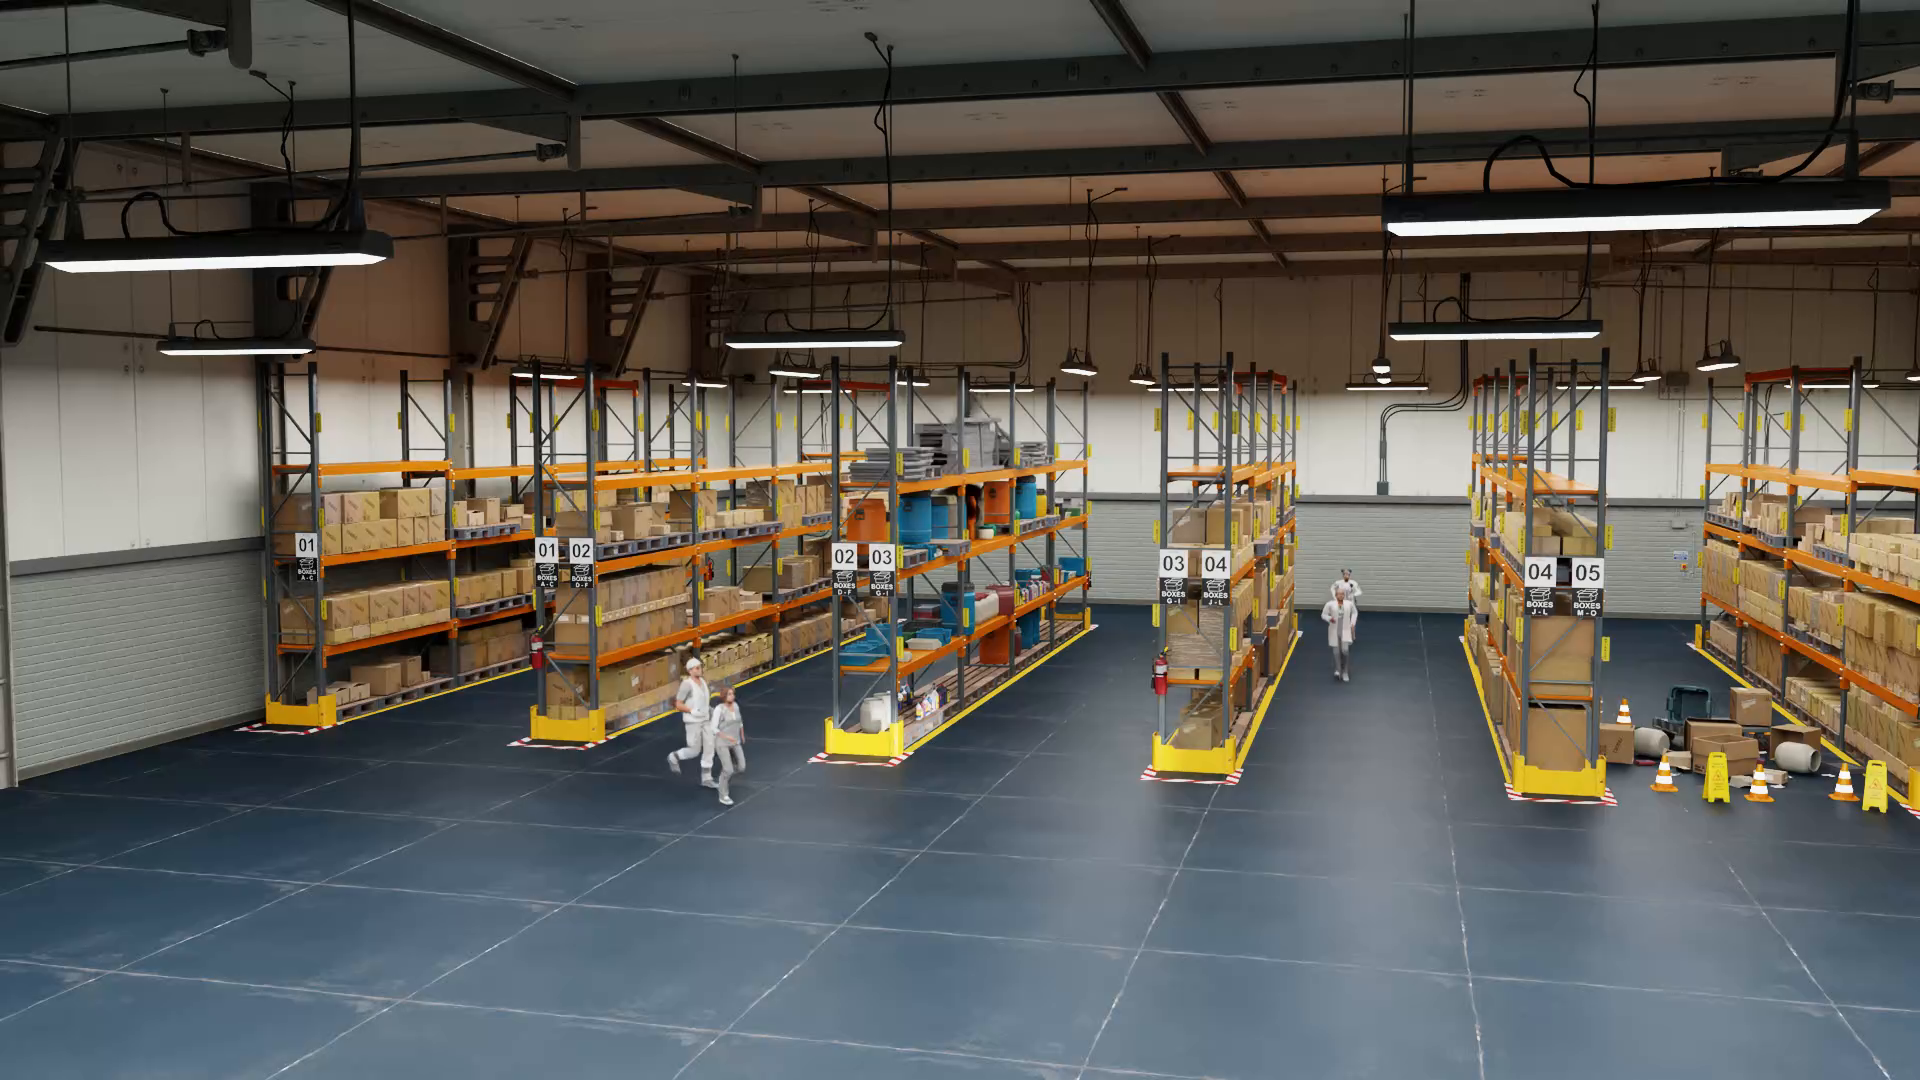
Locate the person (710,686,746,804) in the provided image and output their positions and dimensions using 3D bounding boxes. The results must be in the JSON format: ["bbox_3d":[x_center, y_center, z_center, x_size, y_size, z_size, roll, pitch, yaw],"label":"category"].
[{"bbox_3d":[-3.027,2.687,21.833,0.567,1.557,0.584,4,5,43],"label":"person"}]

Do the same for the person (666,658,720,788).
[{"bbox_3d":[-3.659,2.511,22.936,0.869,1.772,0.657,2,5,31],"label":"person"}]

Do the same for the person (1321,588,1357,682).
[{"bbox_3d":[7.385,1.853,32.409,0.687,1.831,0.822,1,4,13],"label":"person"}]

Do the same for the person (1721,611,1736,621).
[{"bbox_3d":[17.600,1.511,37.962,0.579,1.646,0.817,-3,5,-41],"label":"person"}]

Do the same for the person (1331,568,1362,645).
[{"bbox_3d":[8.807,1.494,37.903,0.684,1.721,0.832,1,4,12],"label":"person"}]
